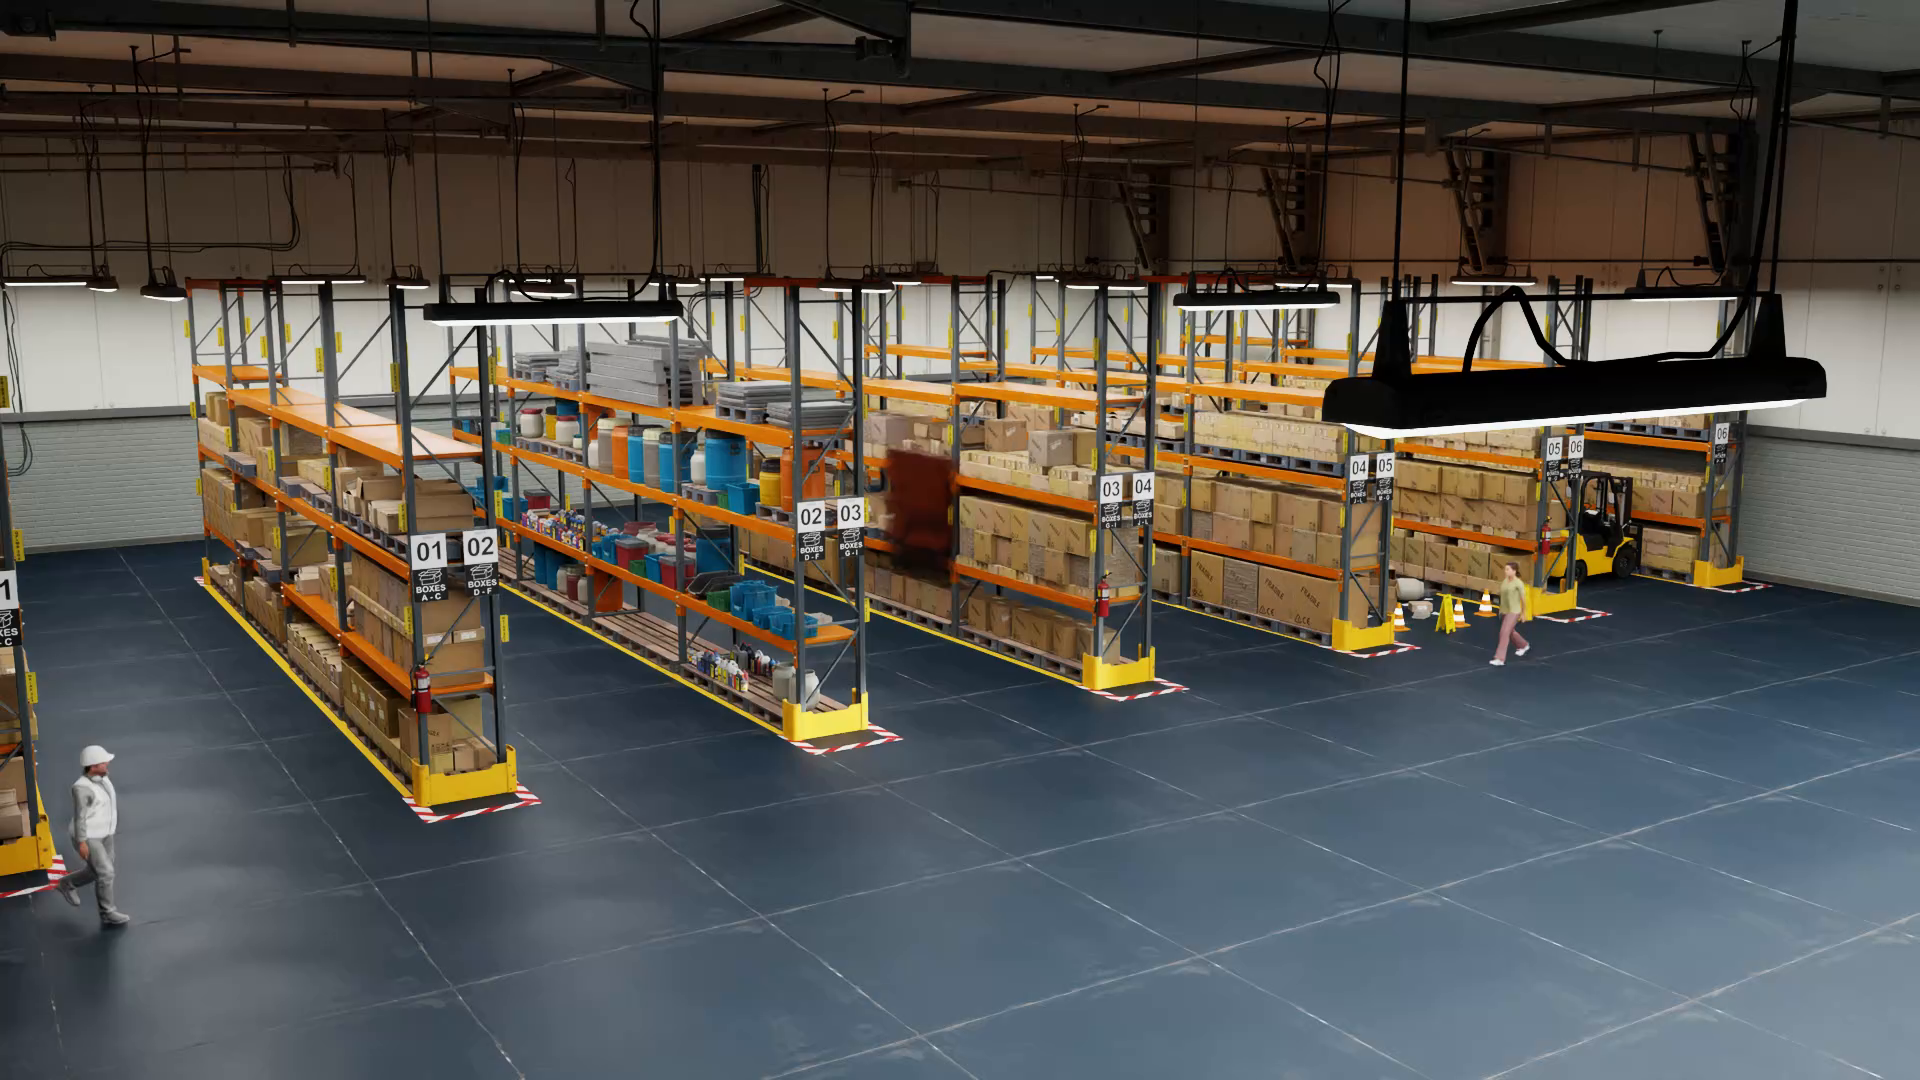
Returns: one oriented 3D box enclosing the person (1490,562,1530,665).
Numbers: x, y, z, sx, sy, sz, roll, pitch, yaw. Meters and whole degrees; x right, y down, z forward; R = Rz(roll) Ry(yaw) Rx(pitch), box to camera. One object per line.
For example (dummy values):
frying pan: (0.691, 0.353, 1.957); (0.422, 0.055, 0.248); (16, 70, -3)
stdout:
person: (8.742, 1.141, 26.280); (1.002, 1.628, 0.448); (-5, 11, -29)

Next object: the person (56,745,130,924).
person: (-8.404, 2.814, 16.009); (0.855, 1.745, 0.537); (1, 10, 7)
